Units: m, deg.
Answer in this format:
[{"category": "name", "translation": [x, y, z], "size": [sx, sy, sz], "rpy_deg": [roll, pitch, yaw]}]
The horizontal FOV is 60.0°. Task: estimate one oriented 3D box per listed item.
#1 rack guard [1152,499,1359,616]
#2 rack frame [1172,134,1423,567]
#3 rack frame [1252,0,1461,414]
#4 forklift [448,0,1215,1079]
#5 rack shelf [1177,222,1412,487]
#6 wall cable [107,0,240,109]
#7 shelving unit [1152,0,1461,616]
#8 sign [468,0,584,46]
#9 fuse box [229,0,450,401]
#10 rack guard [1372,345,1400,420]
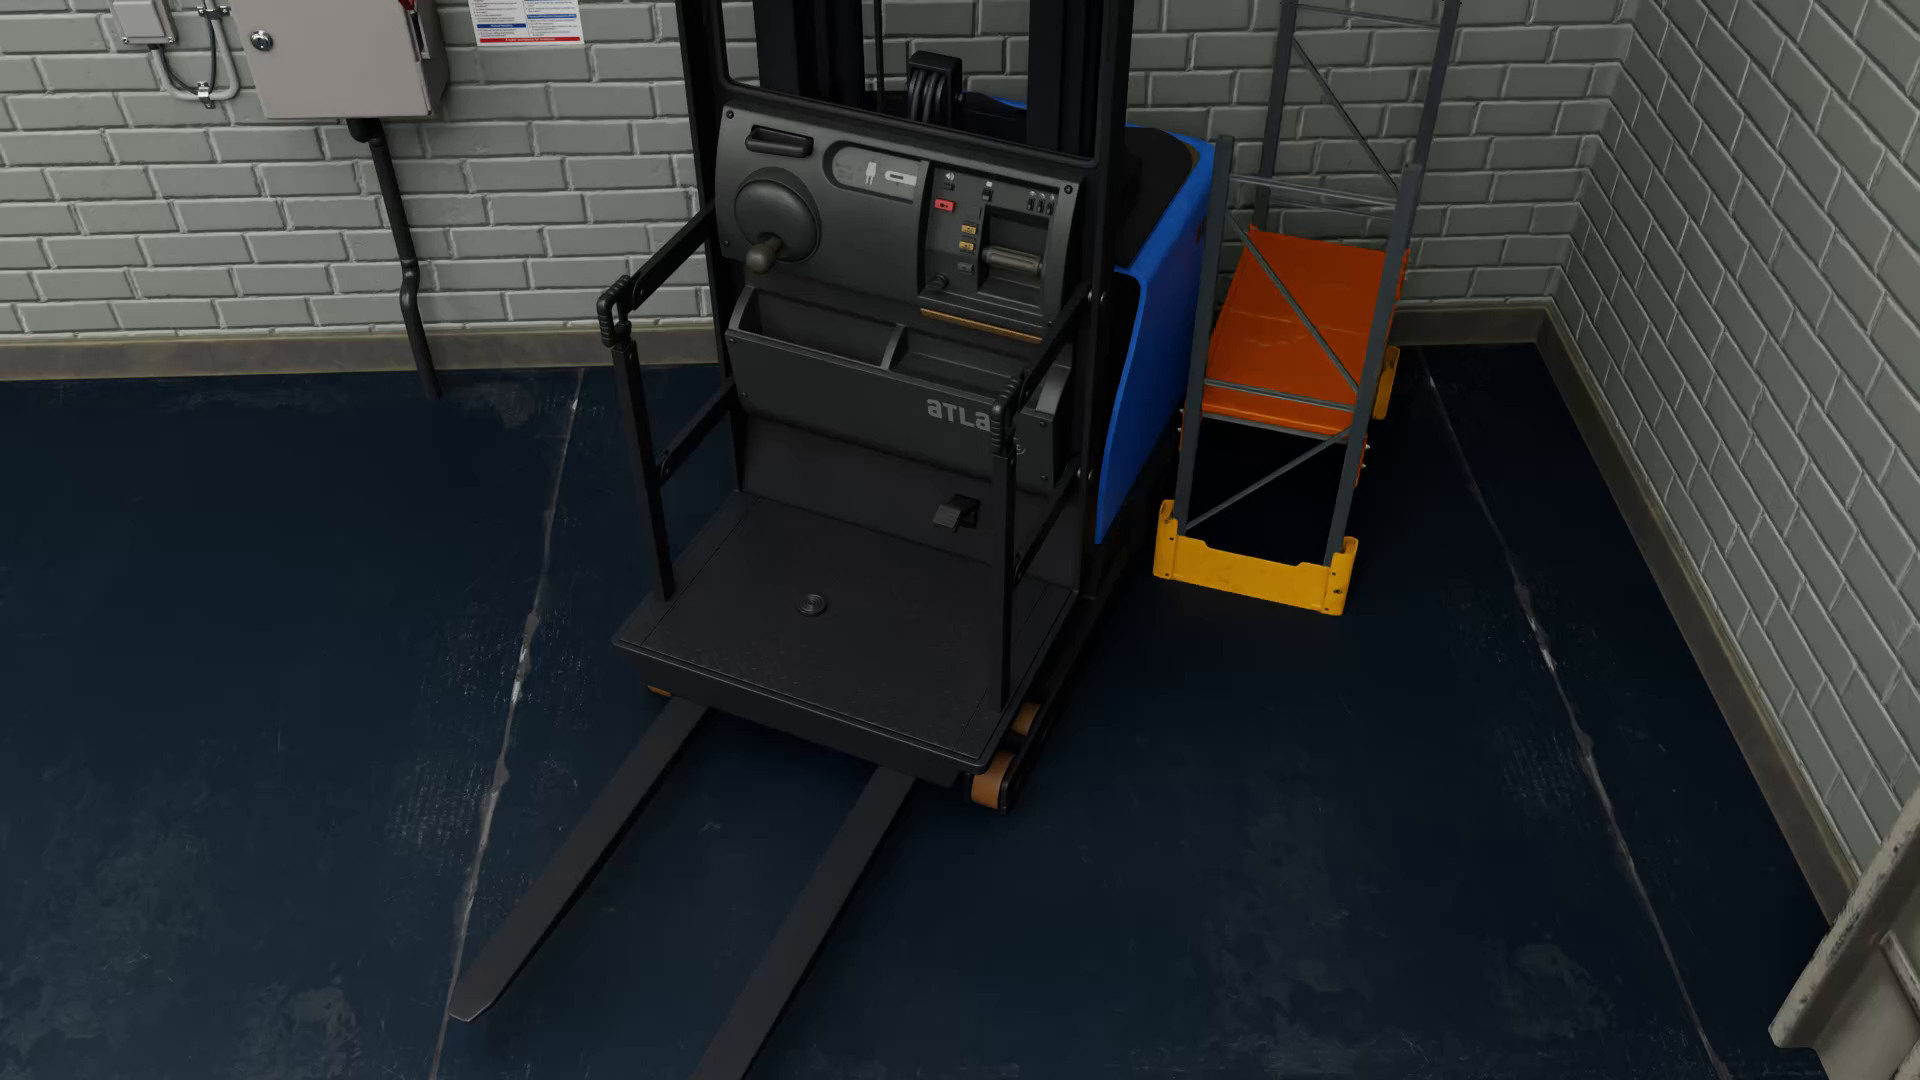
[{"category": "rack guard", "translation": [0.882, 0.052, 5.008], "size": [0.587, 0.250, 0.087], "rpy_deg": [12, 44, 13]}, {"category": "rack frame", "translation": [0.876, -0.396, 4.572], "size": [0.500, 1.500, 0.032], "rpy_deg": [12, 44, 13]}, {"category": "rack frame", "translation": [1.190, -1.049, 5.285], "size": [0.500, 1.500, 0.032], "rpy_deg": [12, 44, 13]}, {"category": "forklift", "translation": [-0.249, -0.694, 3.838], "size": [1.130, 2.935, 3.031], "rpy_deg": [16, 45, 17]}, {"category": "rack shelf", "translation": [1.033, -0.590, 5.050], "size": [0.538, 0.185, 1.000], "rpy_deg": [12, 44, 13]}, {"category": "wall cable", "translation": [-2.497, -2.051, 4.516], "size": [0.588, 1.984, 0.122], "rpy_deg": [-2, 43, -2]}, {"category": "shelving unit", "translation": [1.035, -0.728, 4.935], "size": [0.587, 1.500, 1.083], "rpy_deg": [12, 44, 13]}, {"category": "sign", "translation": [-1.324, -1.709, 4.965], "size": [0.329, 0.494, 0.001], "rpy_deg": [-2, 43, -2]}, {"category": "fuse box", "translation": [-1.809, -1.115, 5.200], "size": [0.539, 1.711, 0.414], "rpy_deg": [-2, 43, -2]}, {"category": "rack guard", "translation": [1.189, -0.588, 5.706], "size": [0.587, 0.250, 0.087], "rpy_deg": [12, 44, 13]}]
